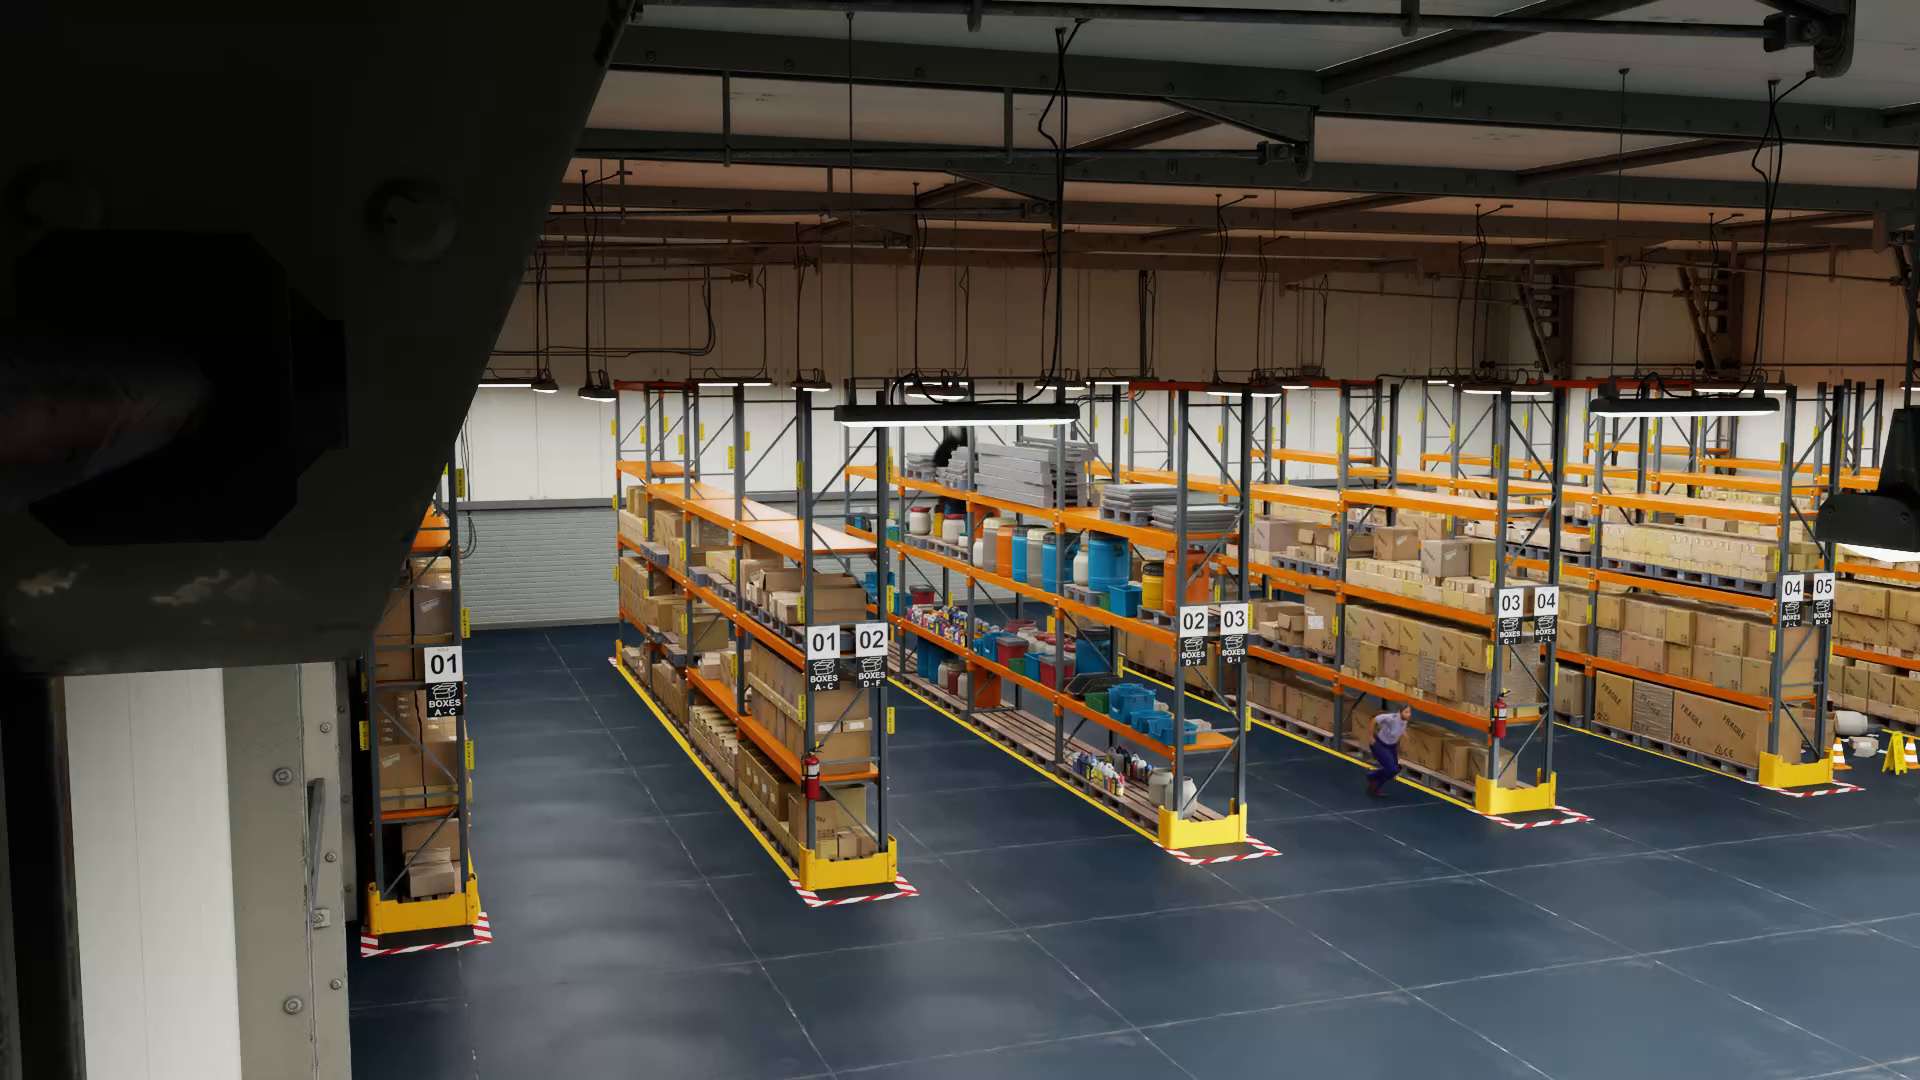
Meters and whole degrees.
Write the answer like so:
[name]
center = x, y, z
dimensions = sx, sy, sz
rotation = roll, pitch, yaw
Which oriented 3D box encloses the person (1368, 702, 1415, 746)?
[person]
center = 6.298, 2.672, 24.042
dimensions = 0.633, 0.661, 0.558
rotation = -5, 8, -38
